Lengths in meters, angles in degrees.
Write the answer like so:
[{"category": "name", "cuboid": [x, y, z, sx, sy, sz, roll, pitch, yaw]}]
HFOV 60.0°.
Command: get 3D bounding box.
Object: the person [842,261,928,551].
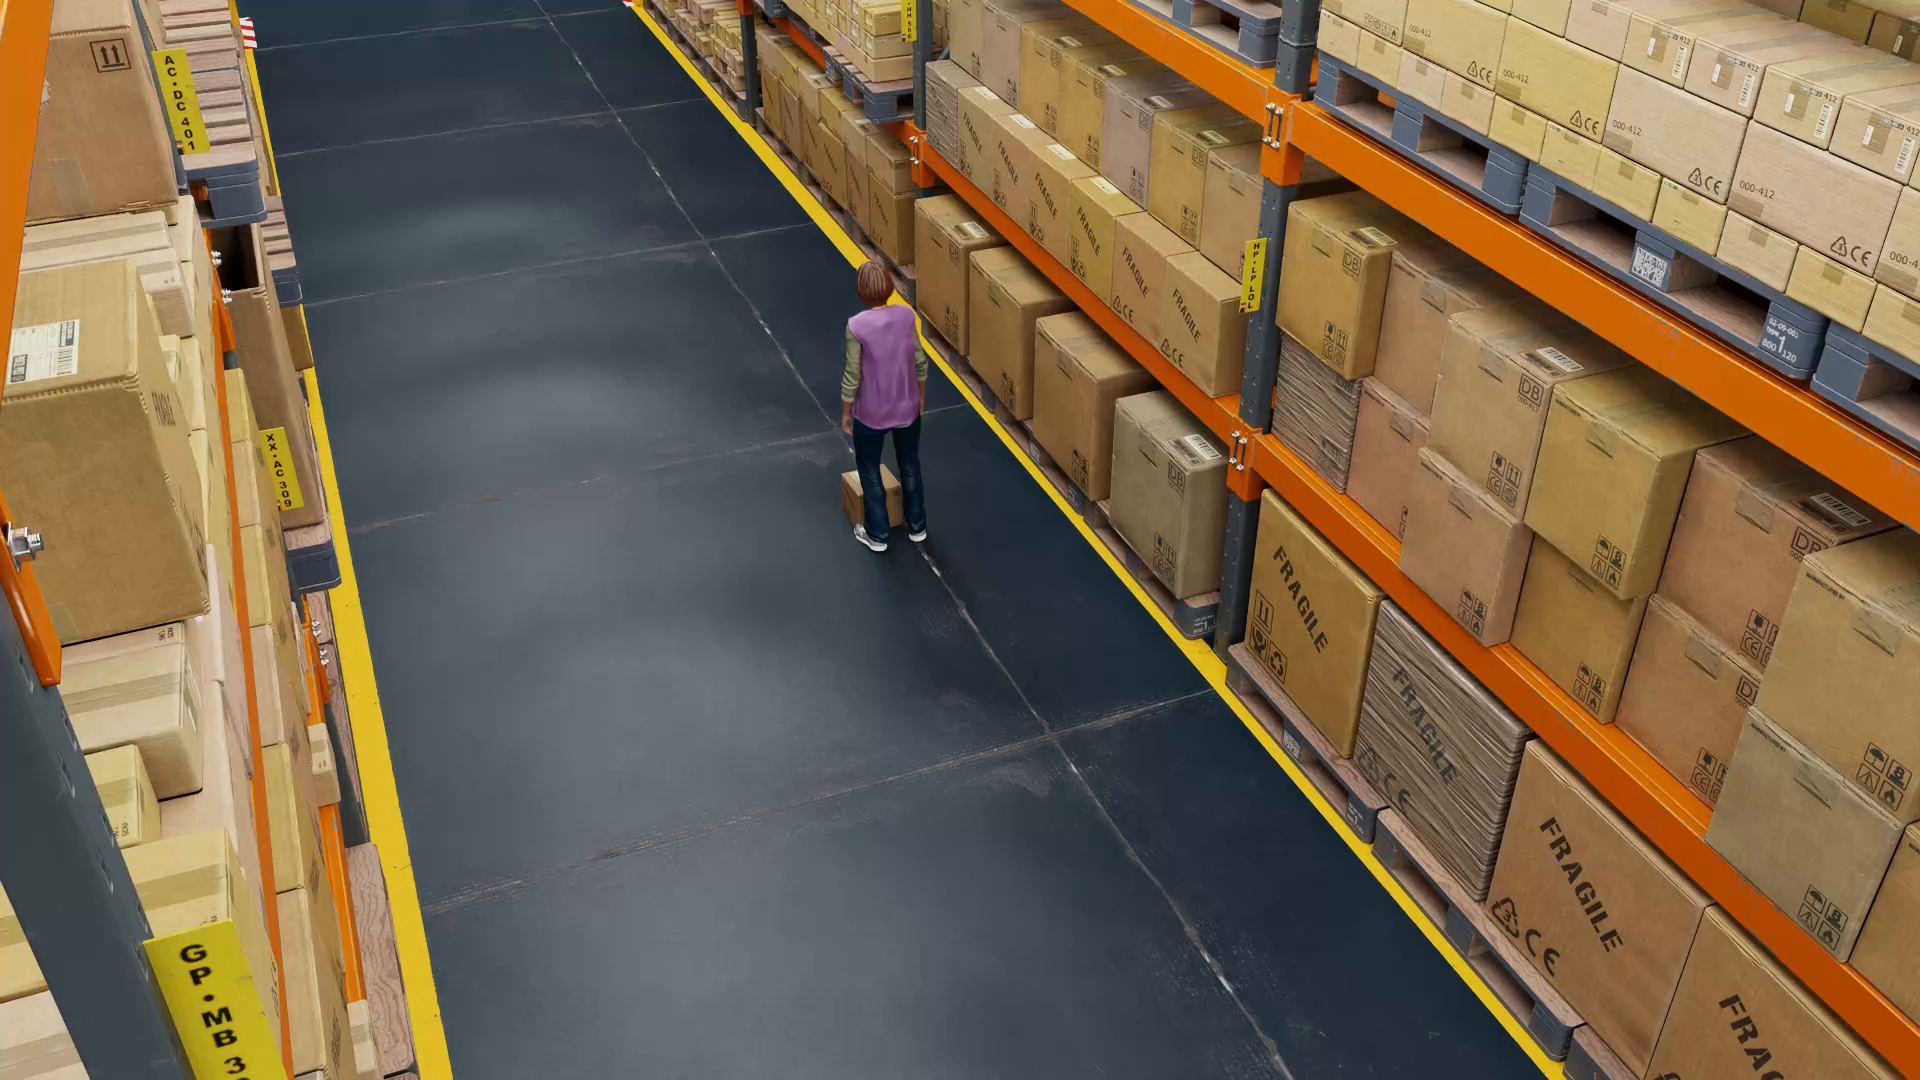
[{"category": "person", "cuboid": [-0.383, -0.663, 8.516, 0.470, 1.593, 0.350, -14, 36, -19]}]
